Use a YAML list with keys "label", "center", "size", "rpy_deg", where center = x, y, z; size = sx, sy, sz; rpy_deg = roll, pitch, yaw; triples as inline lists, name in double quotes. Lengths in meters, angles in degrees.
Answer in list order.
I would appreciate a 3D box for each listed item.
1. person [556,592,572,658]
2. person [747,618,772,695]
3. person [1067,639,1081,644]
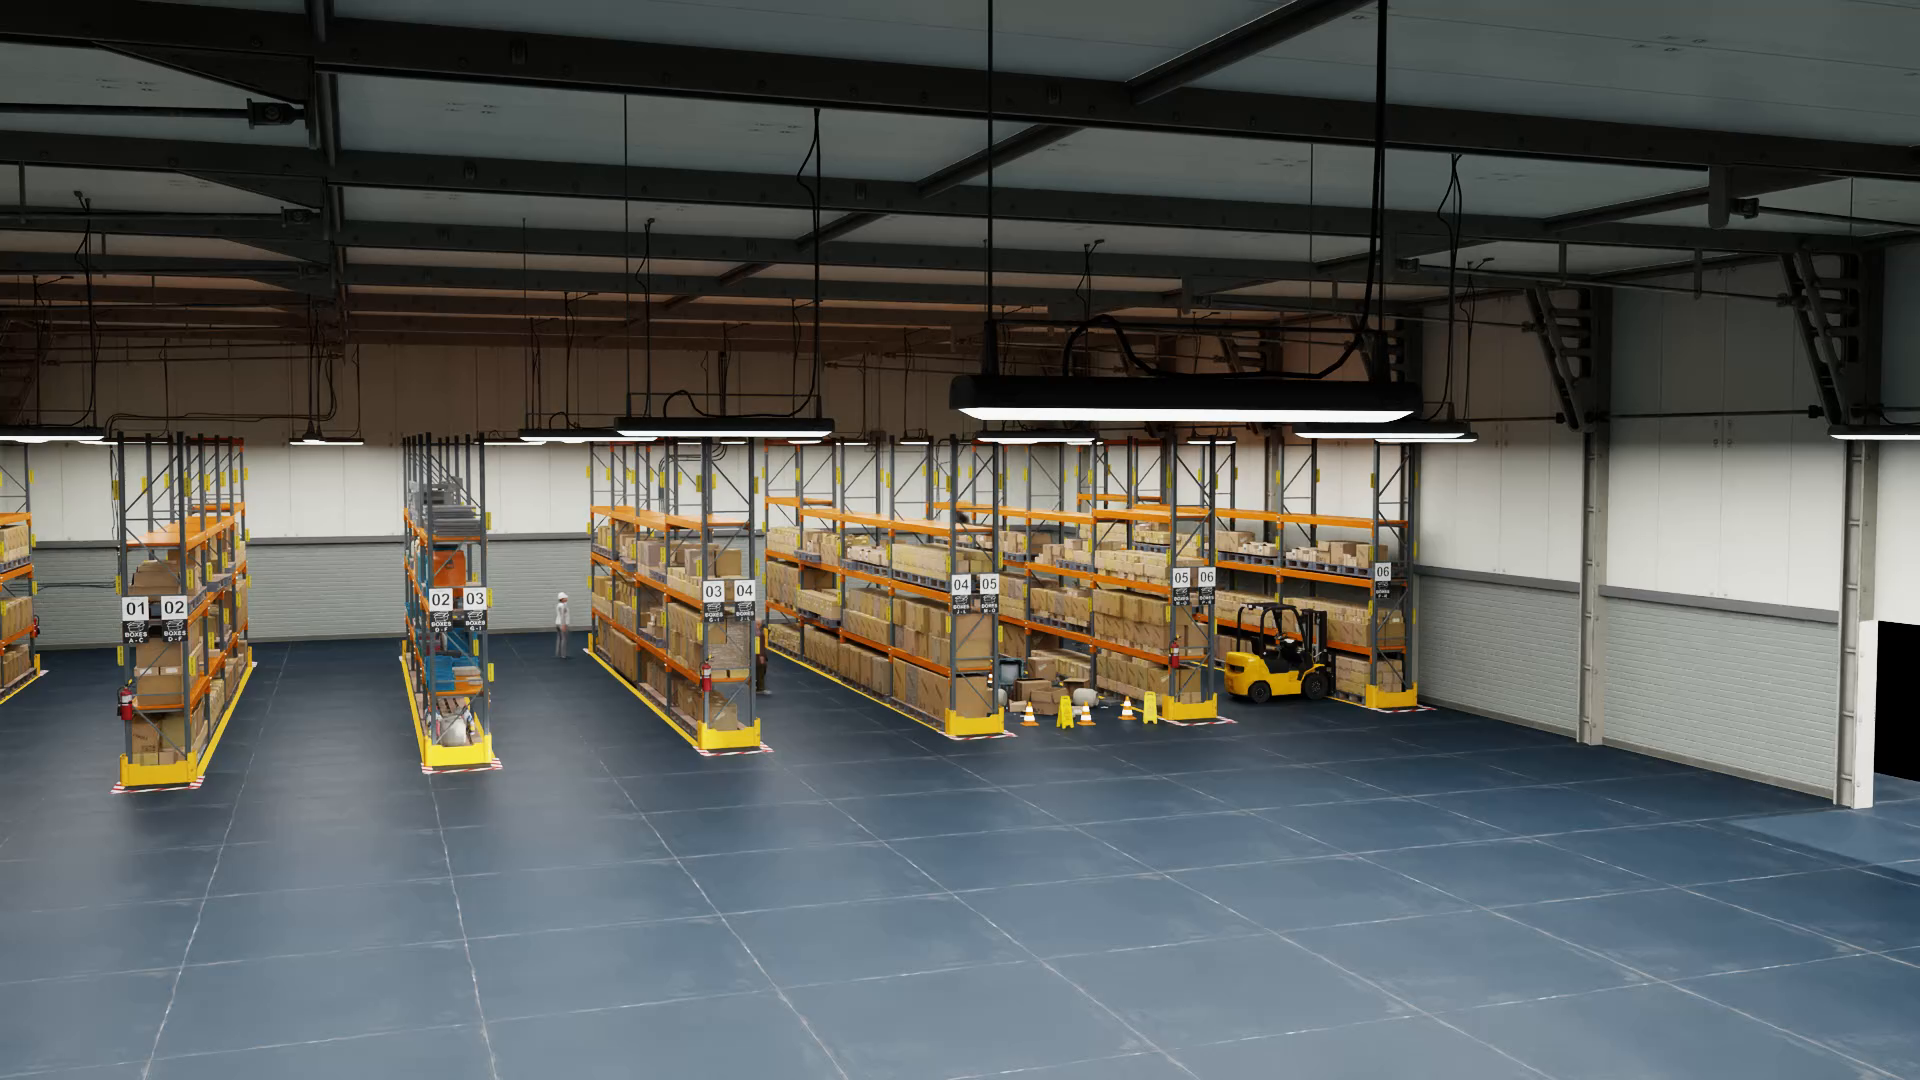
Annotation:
- label: "person"
  center: [-10.793, 2.313, 45.301]
  size: [0.381, 1.777, 0.581]
  rpy_deg: [-2, 4, -32]
- label: "person"
  center: [-4.675, 2.702, 38.726]
  size: [0.583, 1.802, 0.660]
  rpy_deg: [0, 3, -7]
- label: "person"
  center: [3.171, 2.109, 46.736]
  size: [0.491, 1.648, 0.810]
  rpy_deg: [-2, 4, -31]
